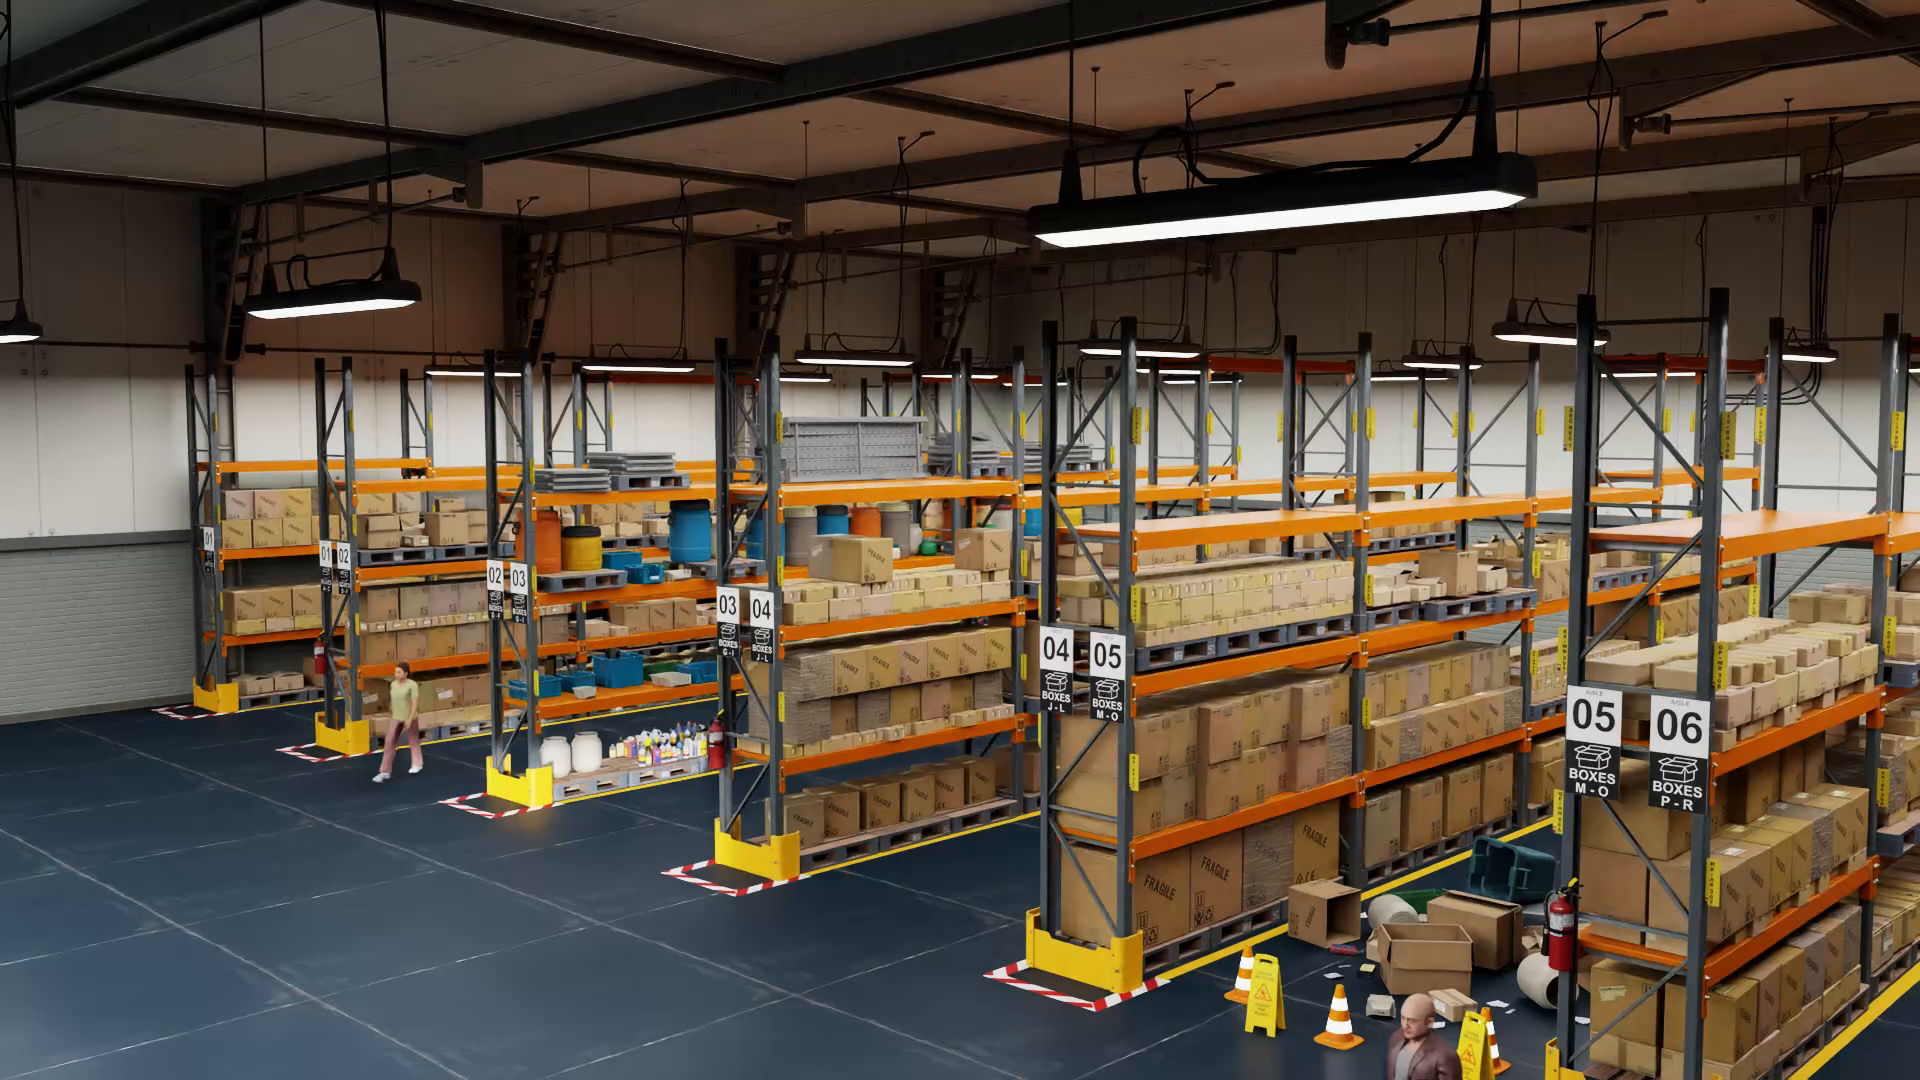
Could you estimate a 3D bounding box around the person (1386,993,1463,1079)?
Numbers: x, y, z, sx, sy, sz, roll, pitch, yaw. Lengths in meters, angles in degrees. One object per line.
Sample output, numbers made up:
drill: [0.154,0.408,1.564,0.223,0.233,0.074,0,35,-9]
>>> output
person: [2.653,3.551,9.714,0.659,1.827,0.651,-3,5,-30]

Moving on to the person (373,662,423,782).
person: [-7.882,2.529,23.455,0.491,1.624,0.928,0,4,6]
